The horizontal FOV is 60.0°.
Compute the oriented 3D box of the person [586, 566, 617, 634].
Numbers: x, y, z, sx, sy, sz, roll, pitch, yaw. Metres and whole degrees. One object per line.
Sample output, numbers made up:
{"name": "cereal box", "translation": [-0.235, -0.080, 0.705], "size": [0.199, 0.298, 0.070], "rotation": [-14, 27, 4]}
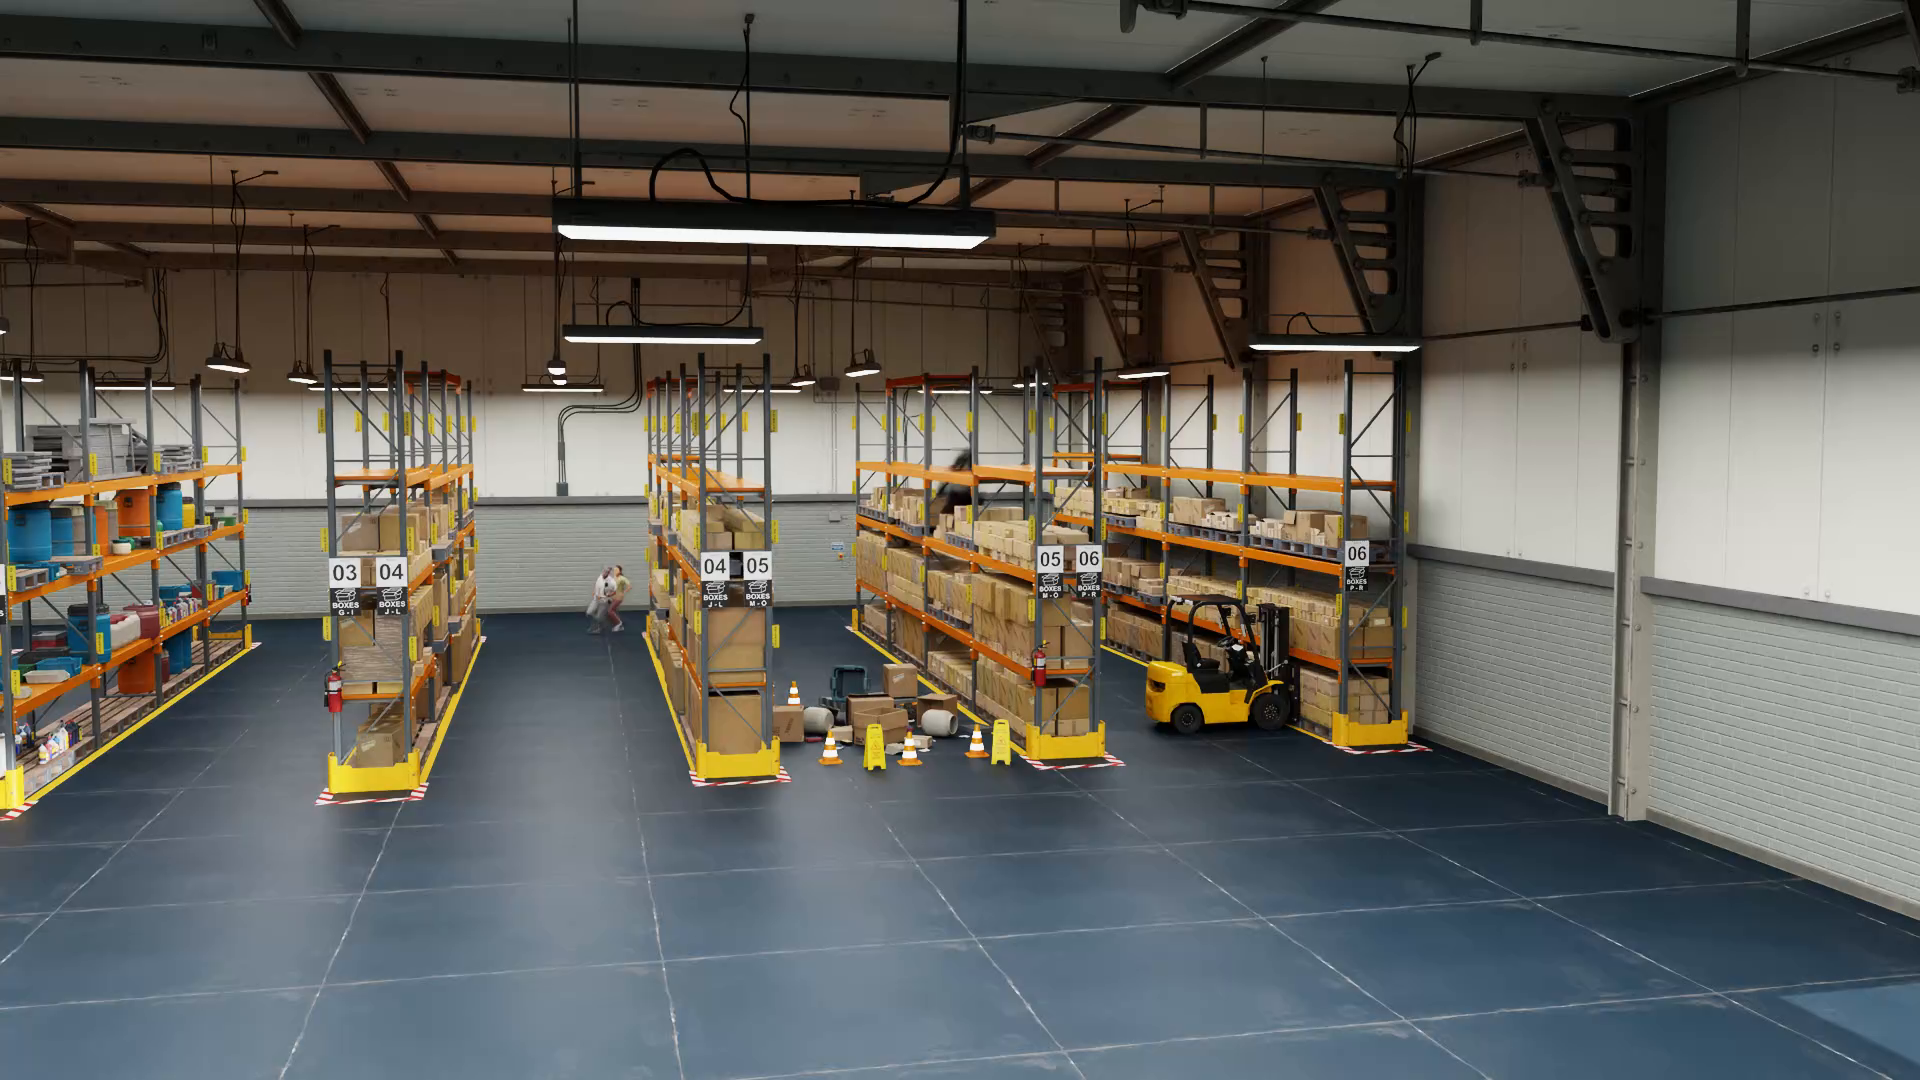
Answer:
{"name": "person", "translation": [-8.526, 1.415, 39.521], "size": [0.859, 1.660, 0.603], "rotation": [2, 5, 30]}

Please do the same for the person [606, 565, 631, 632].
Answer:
{"name": "person", "translation": [-8.251, 1.415, 39.963], "size": [0.571, 1.608, 0.588], "rotation": [-4, 5, -42]}
